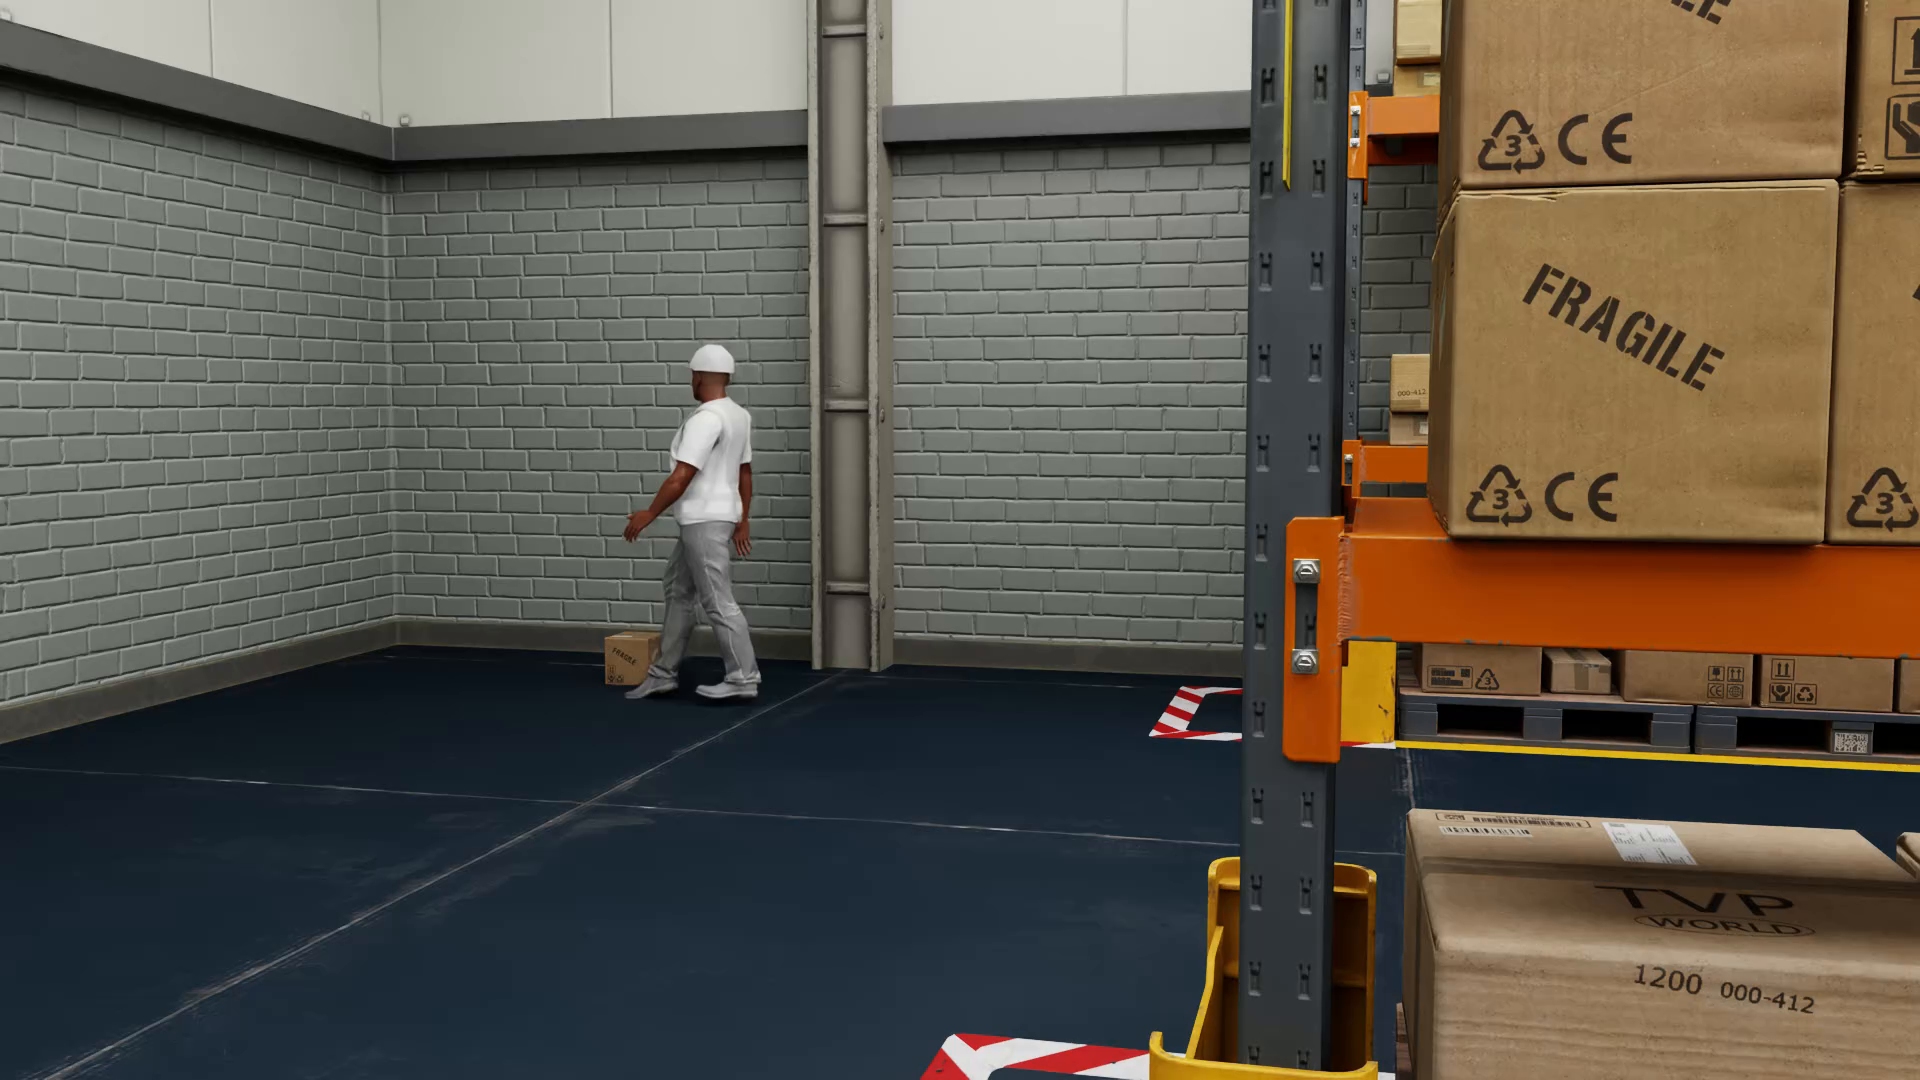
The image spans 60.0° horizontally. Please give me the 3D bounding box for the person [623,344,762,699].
[{"bbox_3d":[-1.351,-0.065,8.230,0.738,1.795,0.593,0,5,5],"label":"person"}]
